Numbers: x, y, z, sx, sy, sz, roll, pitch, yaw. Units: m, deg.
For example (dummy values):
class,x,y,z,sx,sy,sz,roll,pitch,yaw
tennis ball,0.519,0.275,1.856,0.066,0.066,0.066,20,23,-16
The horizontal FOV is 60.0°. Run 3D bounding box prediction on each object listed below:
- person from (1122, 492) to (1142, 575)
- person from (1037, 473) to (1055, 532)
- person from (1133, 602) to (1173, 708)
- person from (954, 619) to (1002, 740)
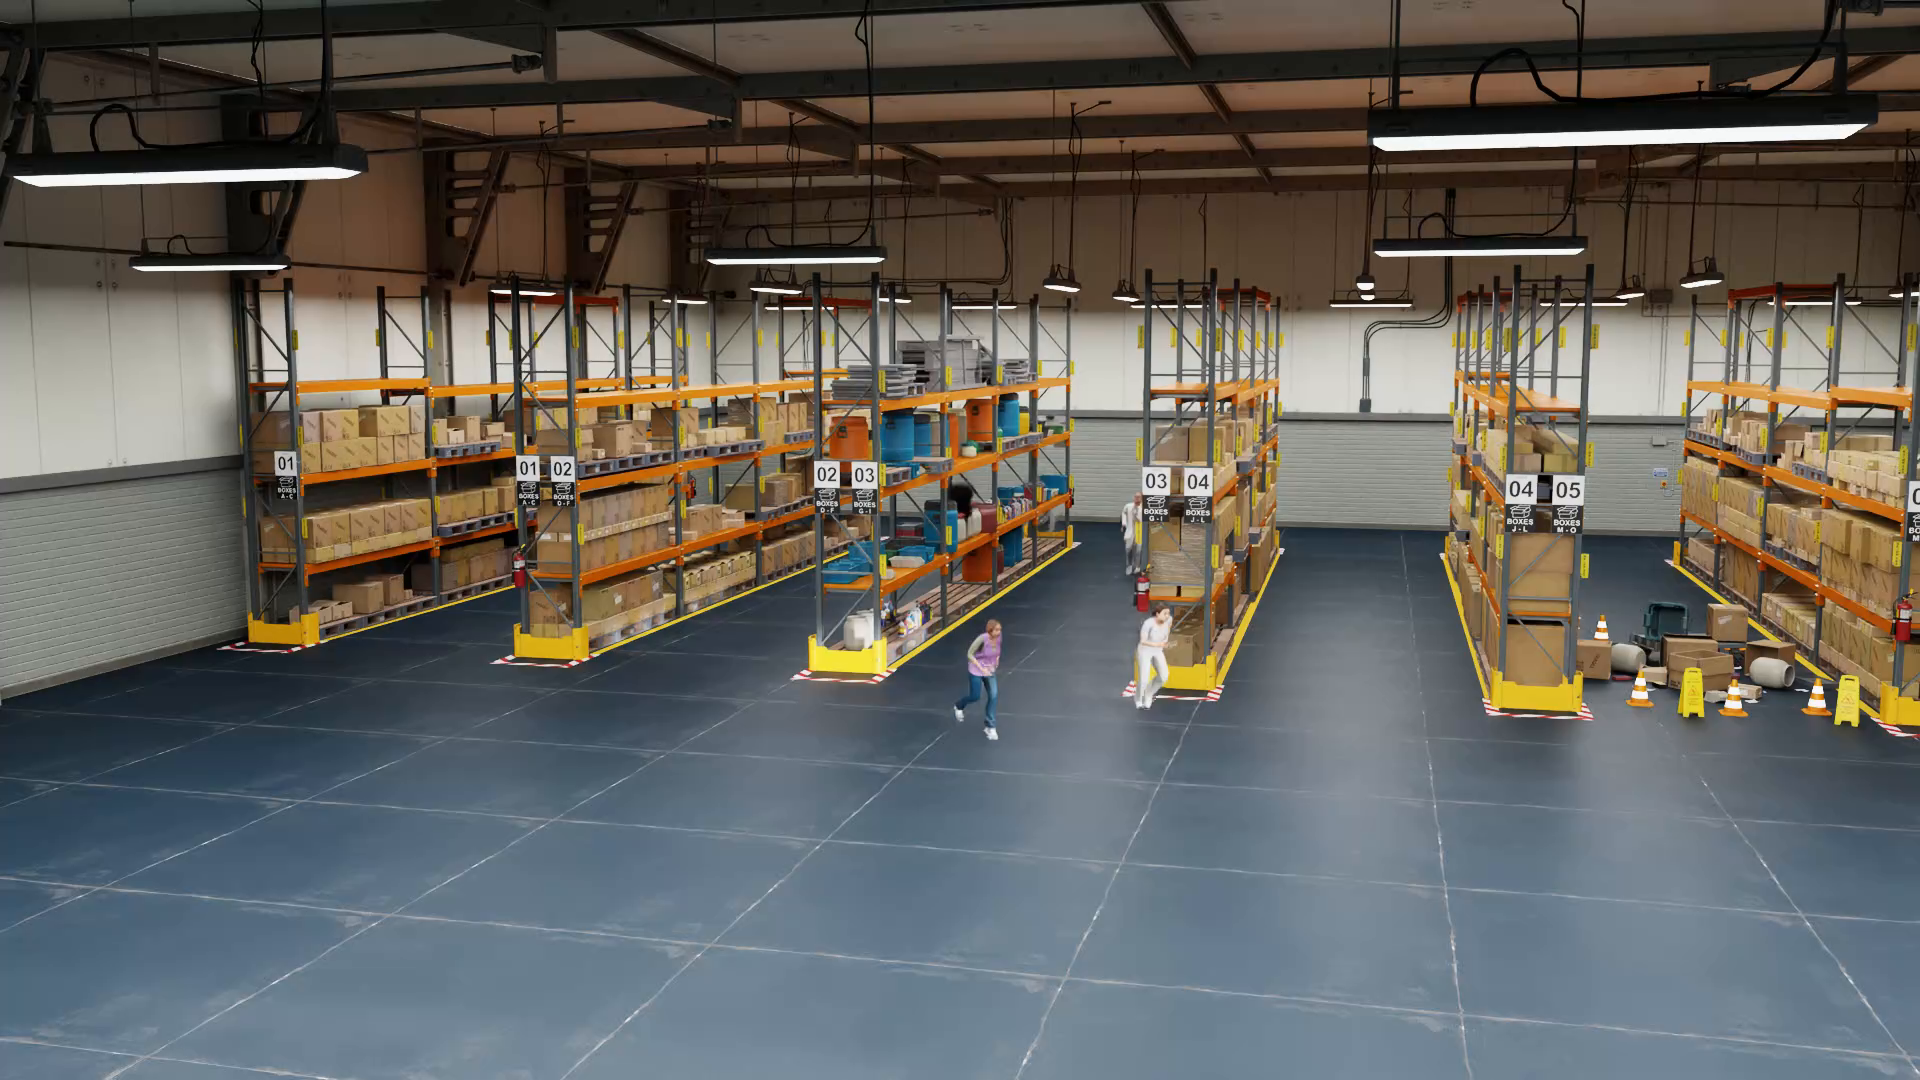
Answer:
class,x,y,z,sx,sy,sz,roll,pitch,yaw
person,3.756,-0.136,35.580,0.678,1.794,0.769,2,7,15
person,2.128,-0.859,42.042,0.859,1.708,0.588,3,8,25
person,2.636,1.556,22.433,0.587,1.511,0.874,-3,8,-25
person,0.239,1.747,21.240,0.571,1.509,0.882,-6,9,-40
